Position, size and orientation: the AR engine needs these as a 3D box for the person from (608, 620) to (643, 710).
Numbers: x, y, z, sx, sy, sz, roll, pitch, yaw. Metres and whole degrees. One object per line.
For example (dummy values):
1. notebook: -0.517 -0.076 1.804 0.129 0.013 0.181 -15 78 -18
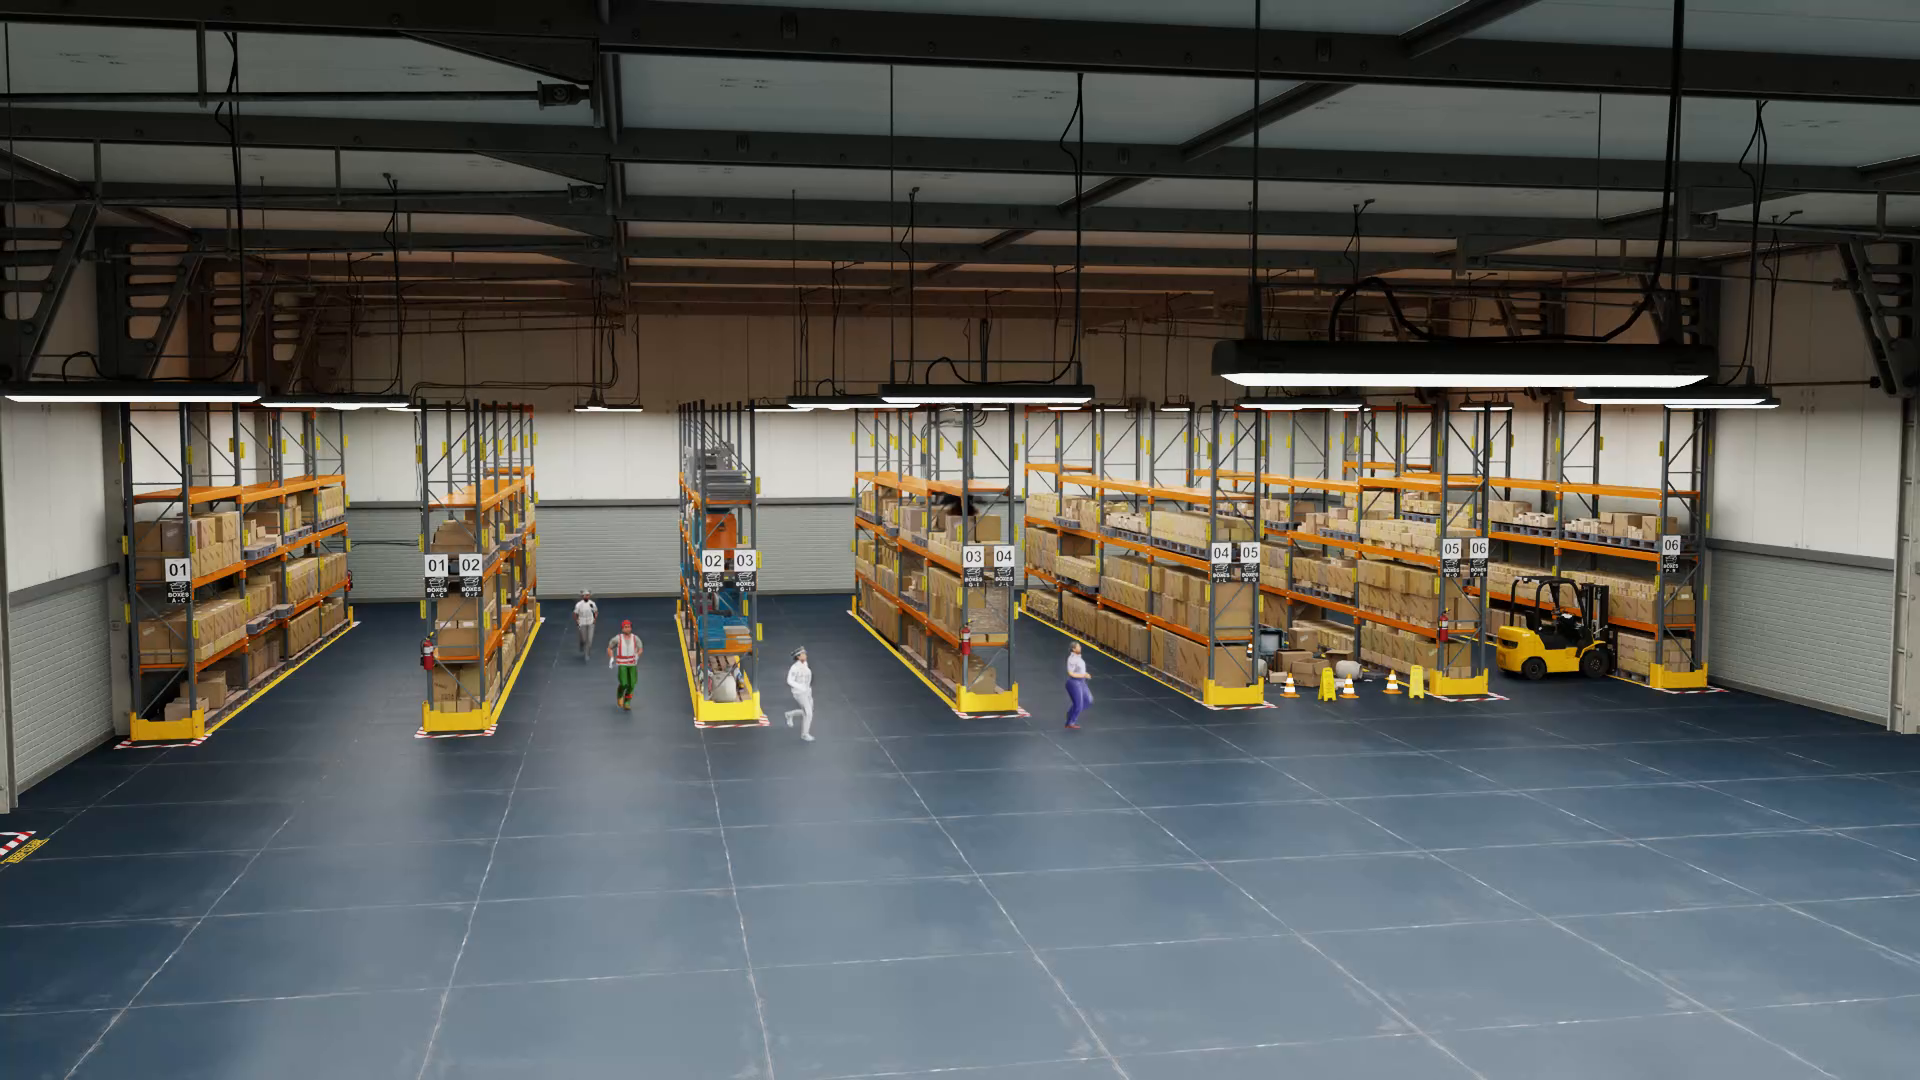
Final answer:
1. person: -6.414 2.421 32.068 0.656 1.738 0.586 -2 5 -24

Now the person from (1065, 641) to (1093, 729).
1. person: 2.173 2.642 30.226 0.546 1.591 0.593 2 5 20

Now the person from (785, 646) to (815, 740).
1. person: -2.834 2.696 29.348 0.587 1.660 0.649 2 5 20

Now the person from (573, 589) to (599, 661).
1. person: -8.754 1.968 38.953 0.582 1.650 0.578 -2 5 -20
